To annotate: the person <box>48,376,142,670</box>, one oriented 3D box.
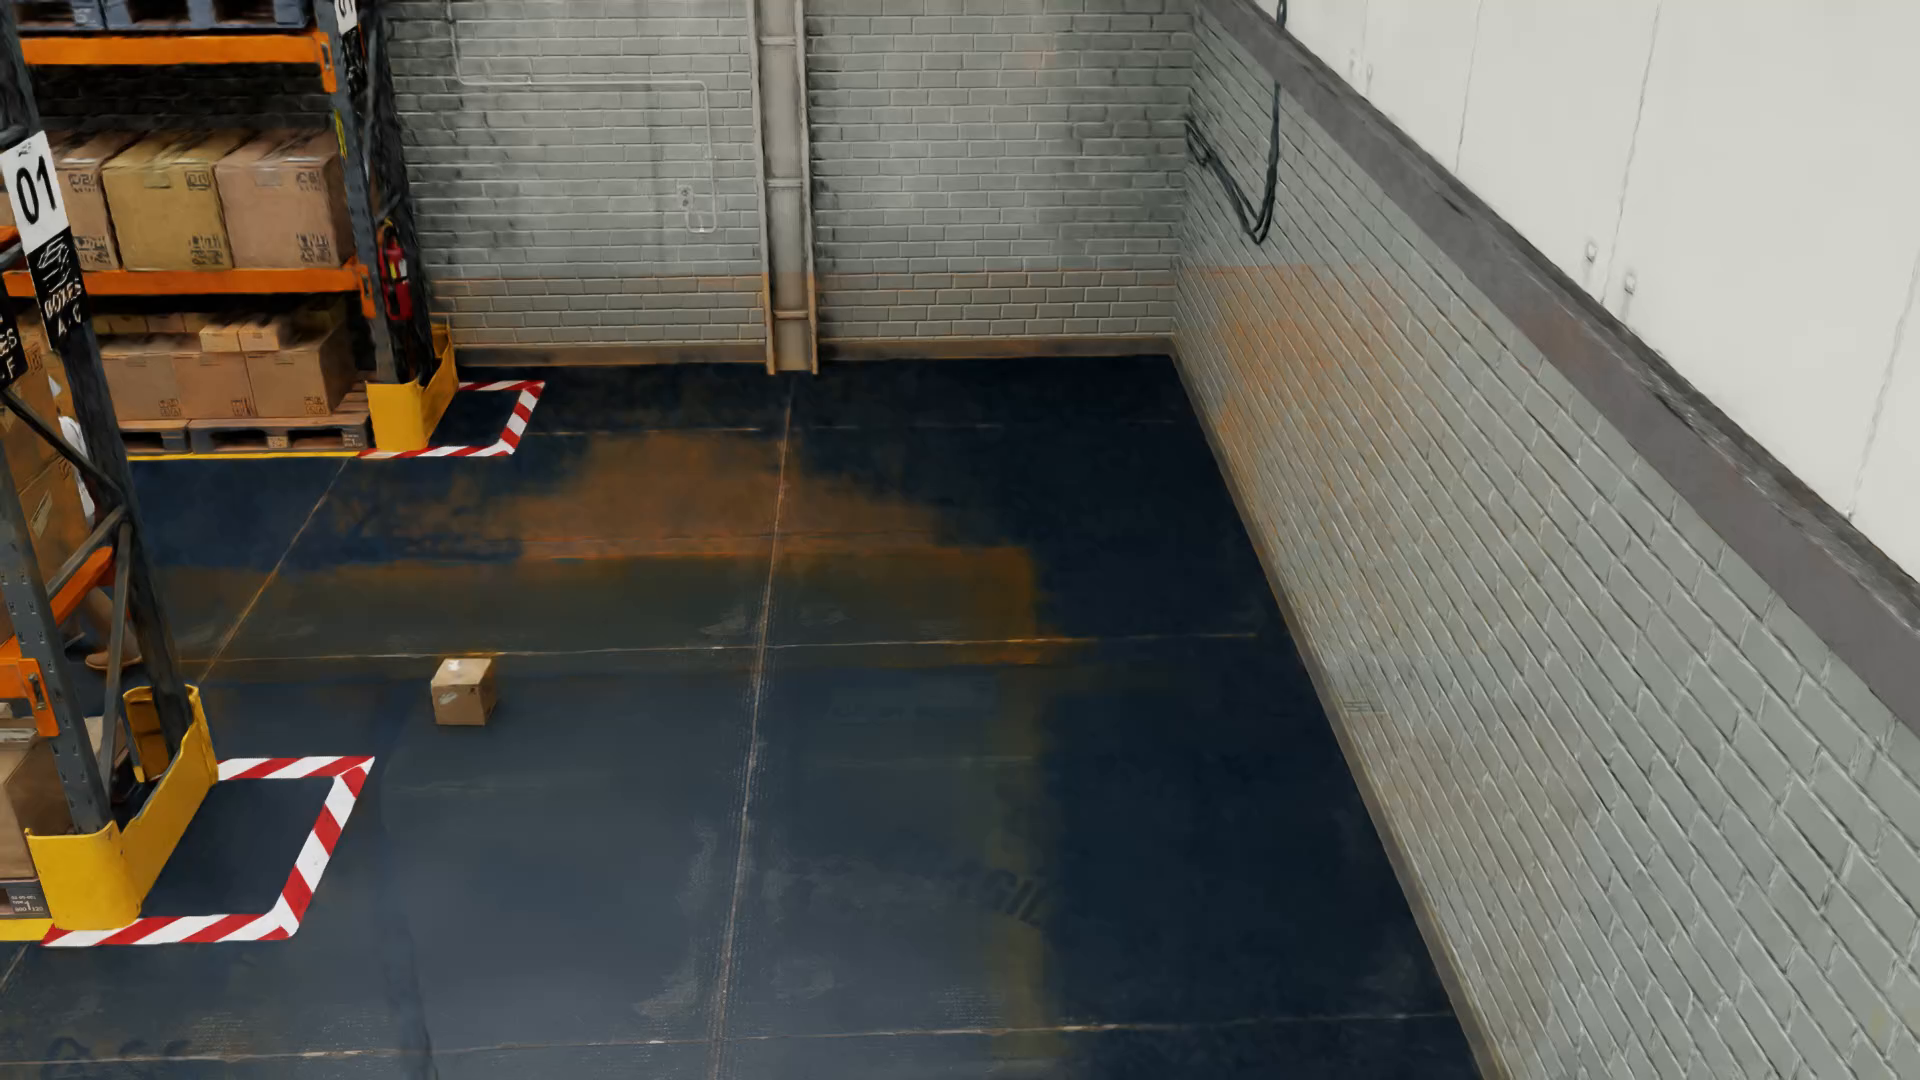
[{"bbox_3d":[-4.780,-0.050,8.727,0.660,1.752,0.462,0,28,0],"label":"person"}]
